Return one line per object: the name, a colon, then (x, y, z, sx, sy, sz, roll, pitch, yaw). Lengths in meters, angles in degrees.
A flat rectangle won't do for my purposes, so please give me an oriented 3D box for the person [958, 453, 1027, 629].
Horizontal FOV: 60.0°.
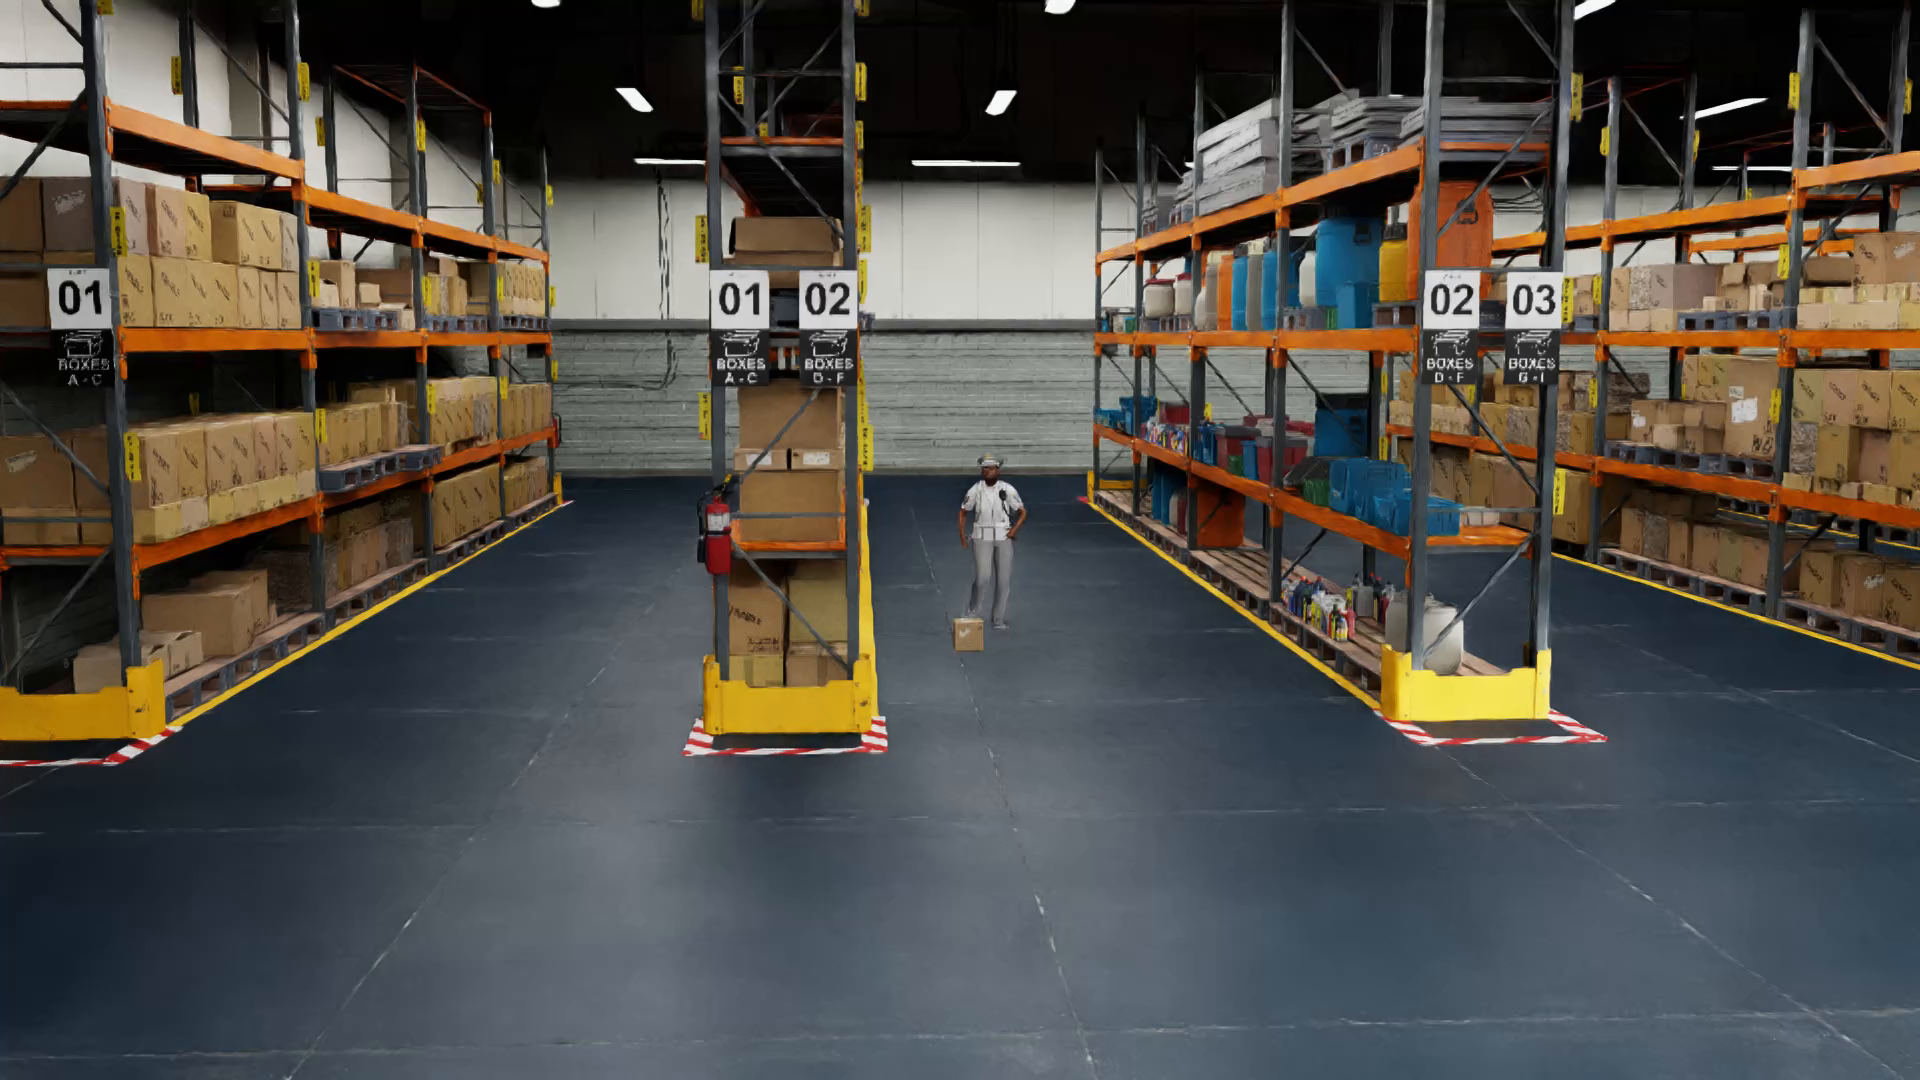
person: (0.323, 0.014, 15.683, 0.640, 1.660, 0.505, -1, 7, -8)
